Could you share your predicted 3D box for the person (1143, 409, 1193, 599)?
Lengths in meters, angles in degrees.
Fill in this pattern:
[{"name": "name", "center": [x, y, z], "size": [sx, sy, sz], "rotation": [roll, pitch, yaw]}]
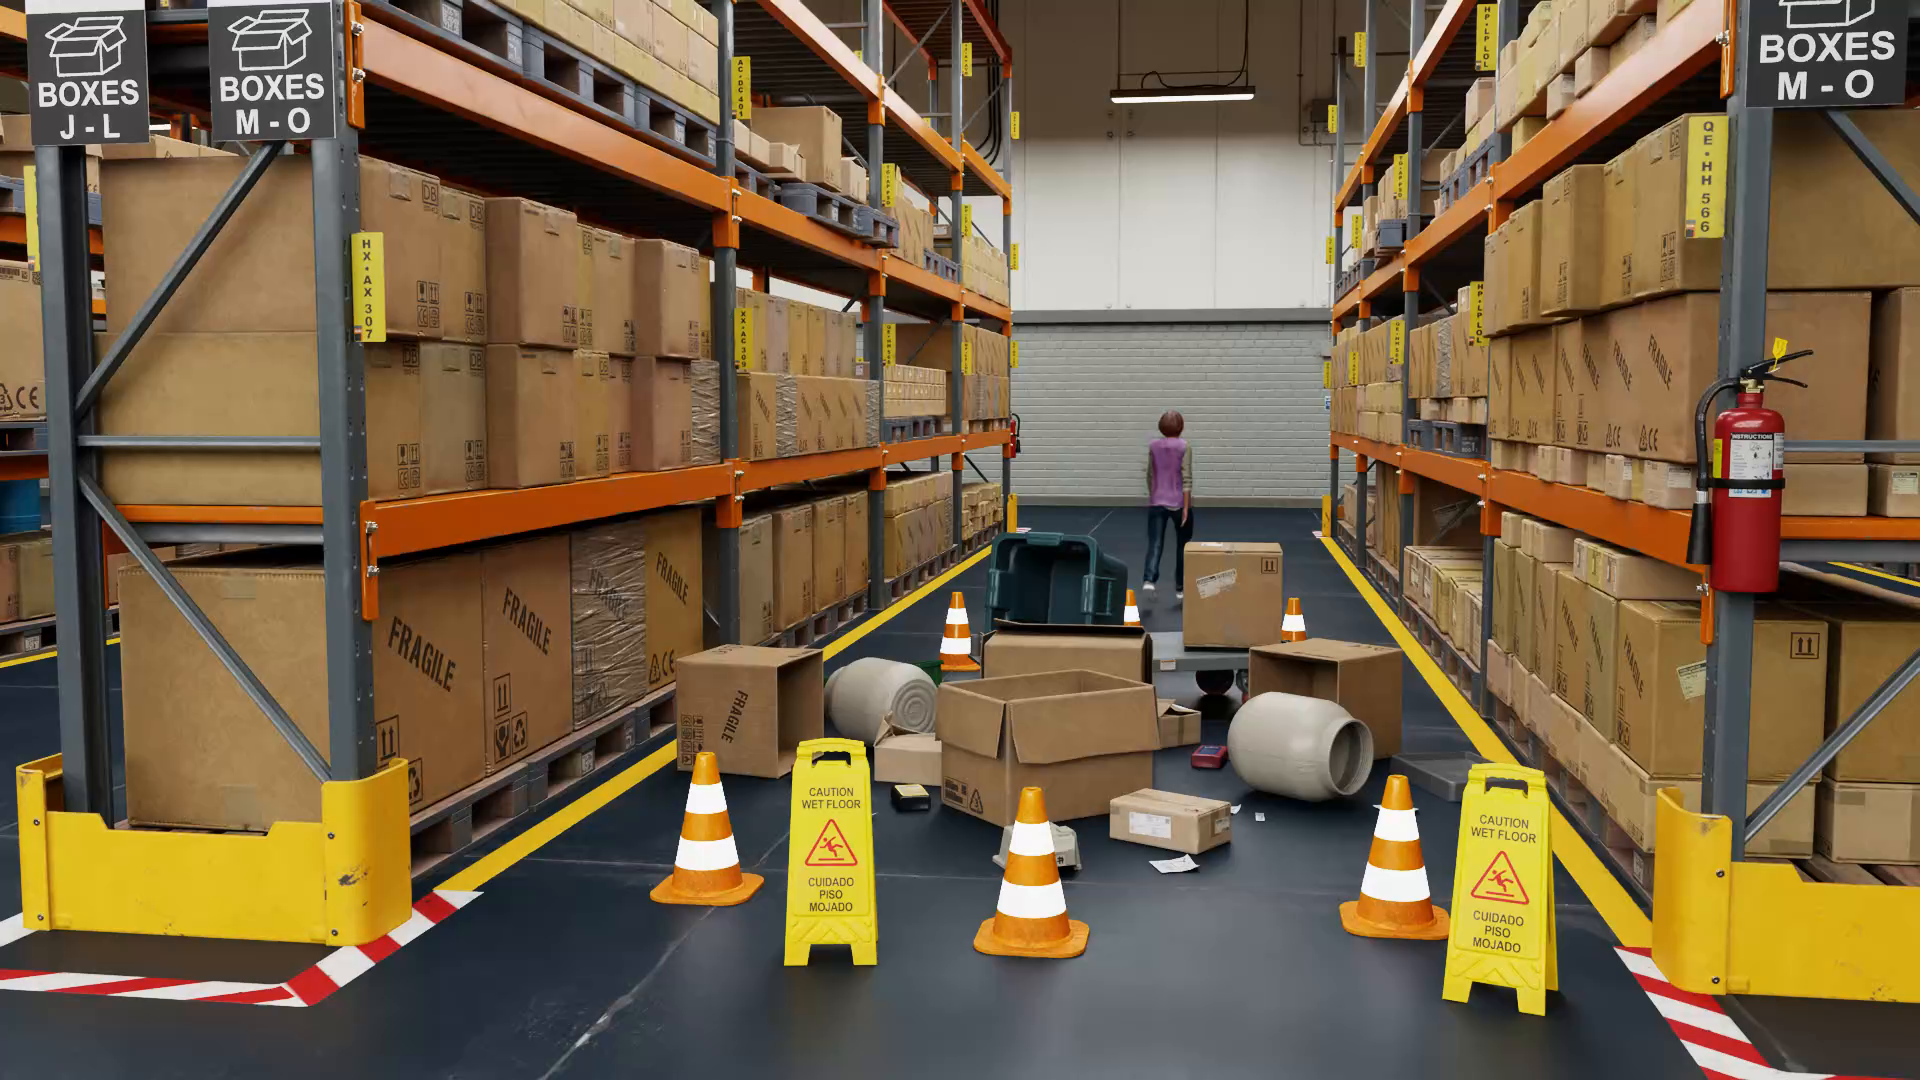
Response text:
[{"name": "person", "center": [1.685, -0.227, 13.406], "size": [0.411, 1.445, 0.948], "rotation": [2, 5, 19]}]
